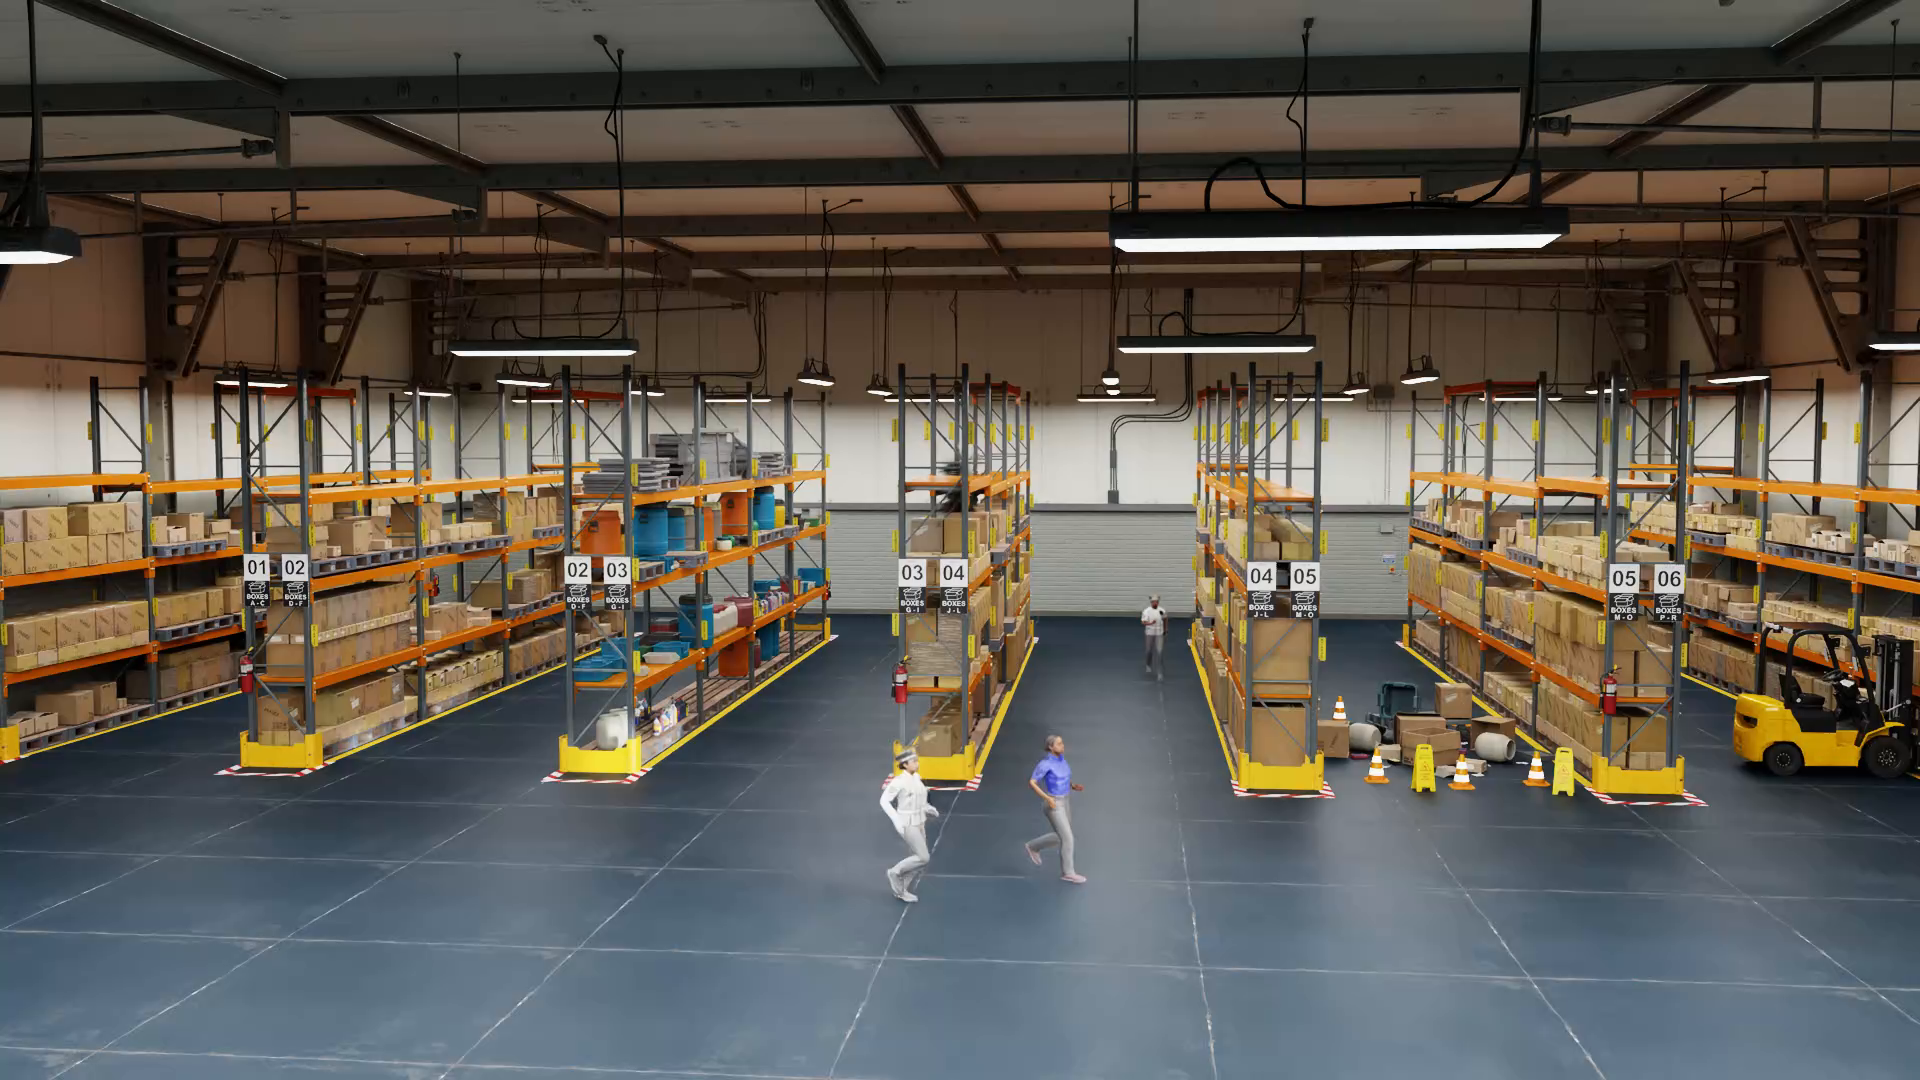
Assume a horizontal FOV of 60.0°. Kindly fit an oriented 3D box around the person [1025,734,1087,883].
[{"bbox_3d":[1.053,2.988,18.665,0.834,1.623,0.588,2,4,33],"label":"person"}]

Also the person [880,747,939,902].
[{"bbox_3d":[-0.487,3.037,17.733,0.535,1.659,0.605,2,4,28],"label":"person"}]

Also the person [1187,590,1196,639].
[{"bbox_3d":[5.945,1.575,40.377,0.820,1.771,0.652,0,4,-4],"label":"person"}]

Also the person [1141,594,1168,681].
[{"bbox_3d":[3.983,1.965,33.987,0.575,1.704,0.902,0,4,1],"label":"person"}]
